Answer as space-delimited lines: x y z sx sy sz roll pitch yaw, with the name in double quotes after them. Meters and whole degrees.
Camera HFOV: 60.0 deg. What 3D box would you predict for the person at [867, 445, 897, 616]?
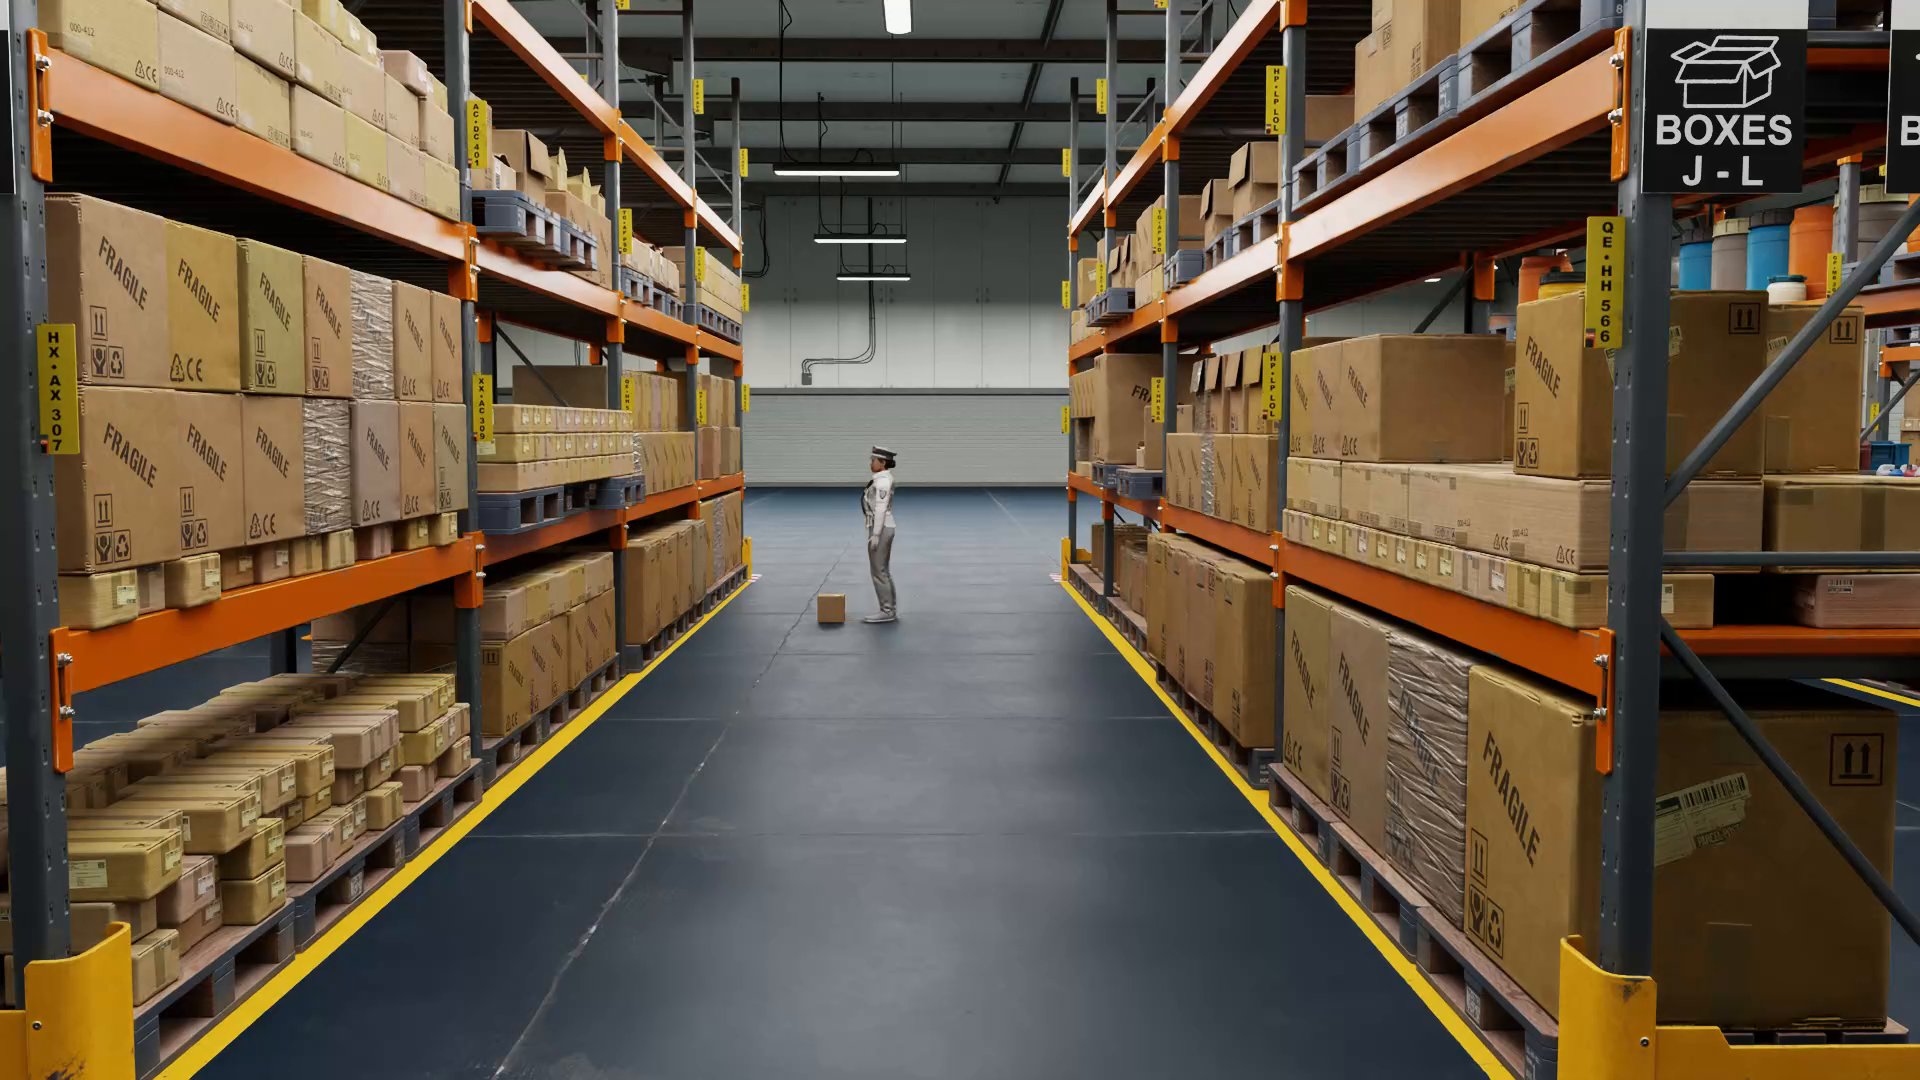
-0.734 -0.093 15.786 0.279 1.612 0.426 0 4 0 "person"
